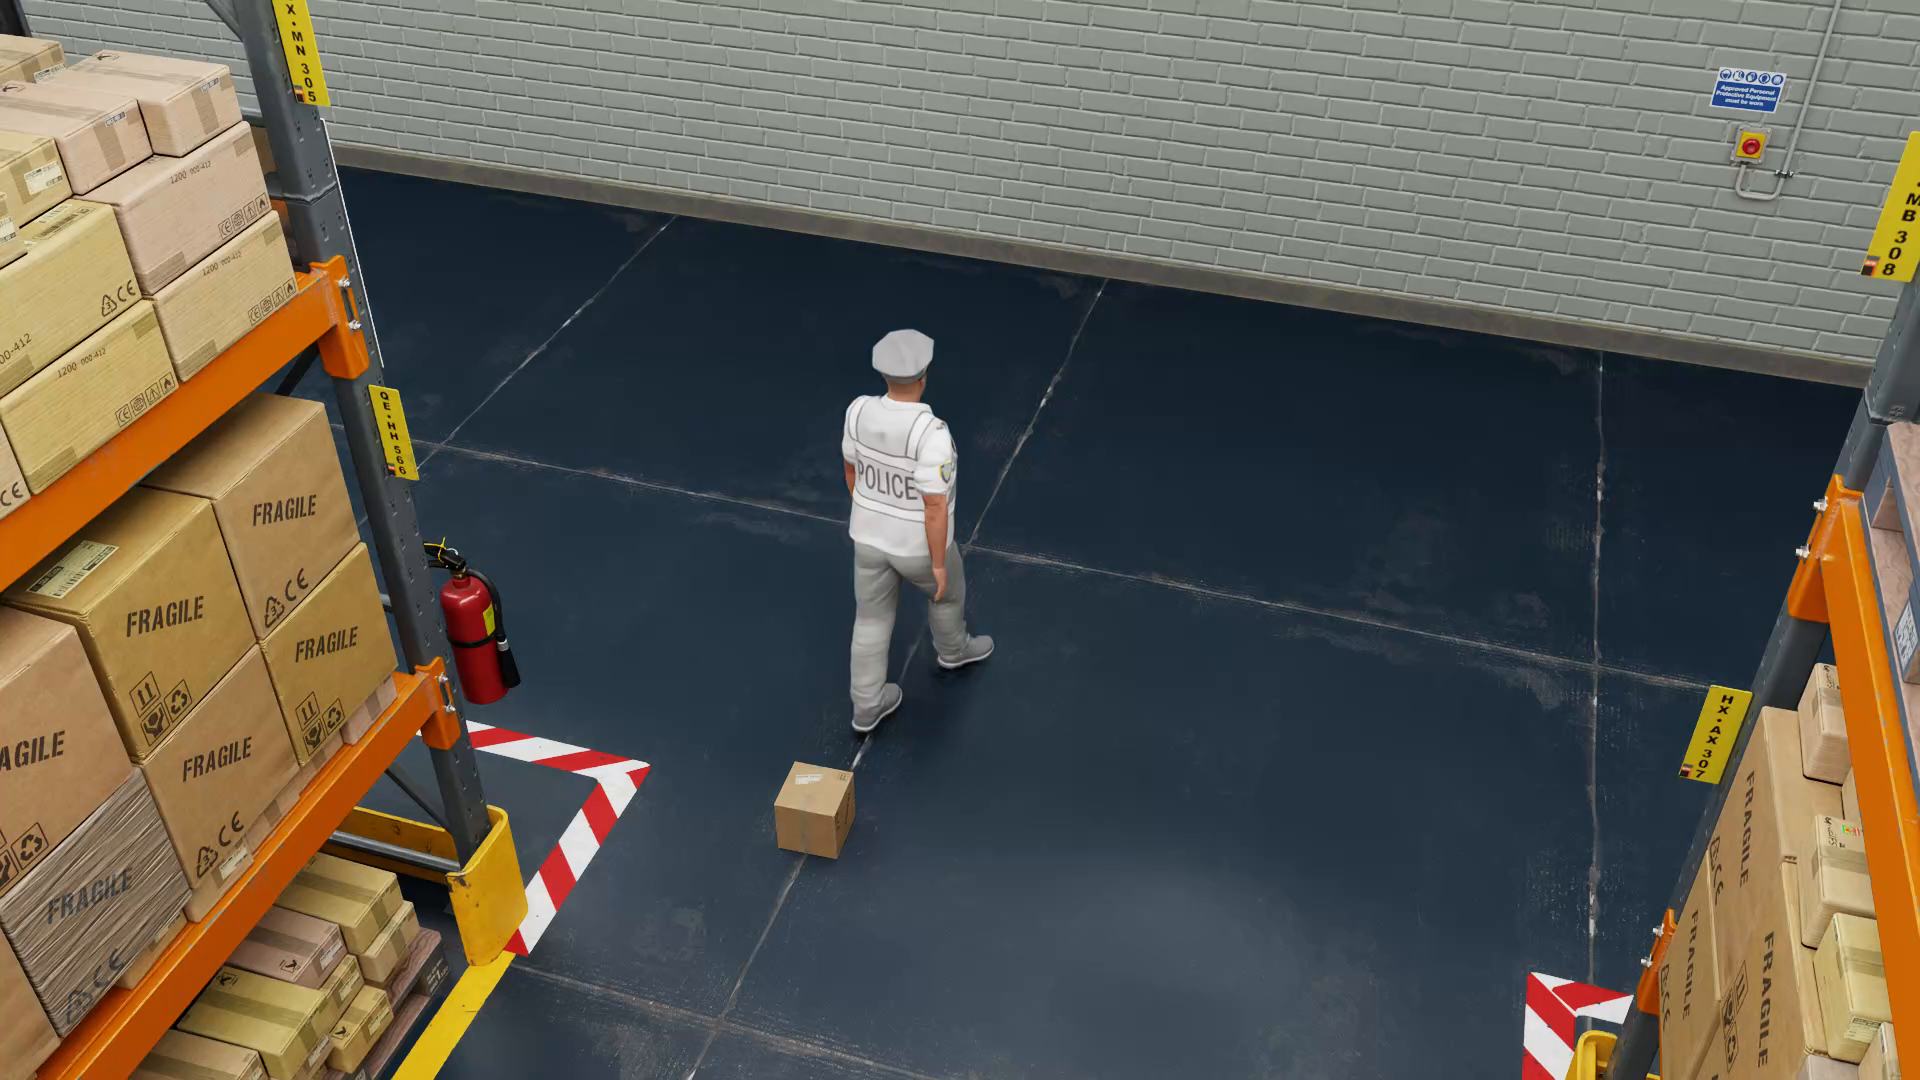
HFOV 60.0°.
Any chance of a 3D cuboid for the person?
[{"bbox_3d":[-0.227,-0.052,6.951,0.569,1.752,0.853,16,40,21],"label":"person"}]
